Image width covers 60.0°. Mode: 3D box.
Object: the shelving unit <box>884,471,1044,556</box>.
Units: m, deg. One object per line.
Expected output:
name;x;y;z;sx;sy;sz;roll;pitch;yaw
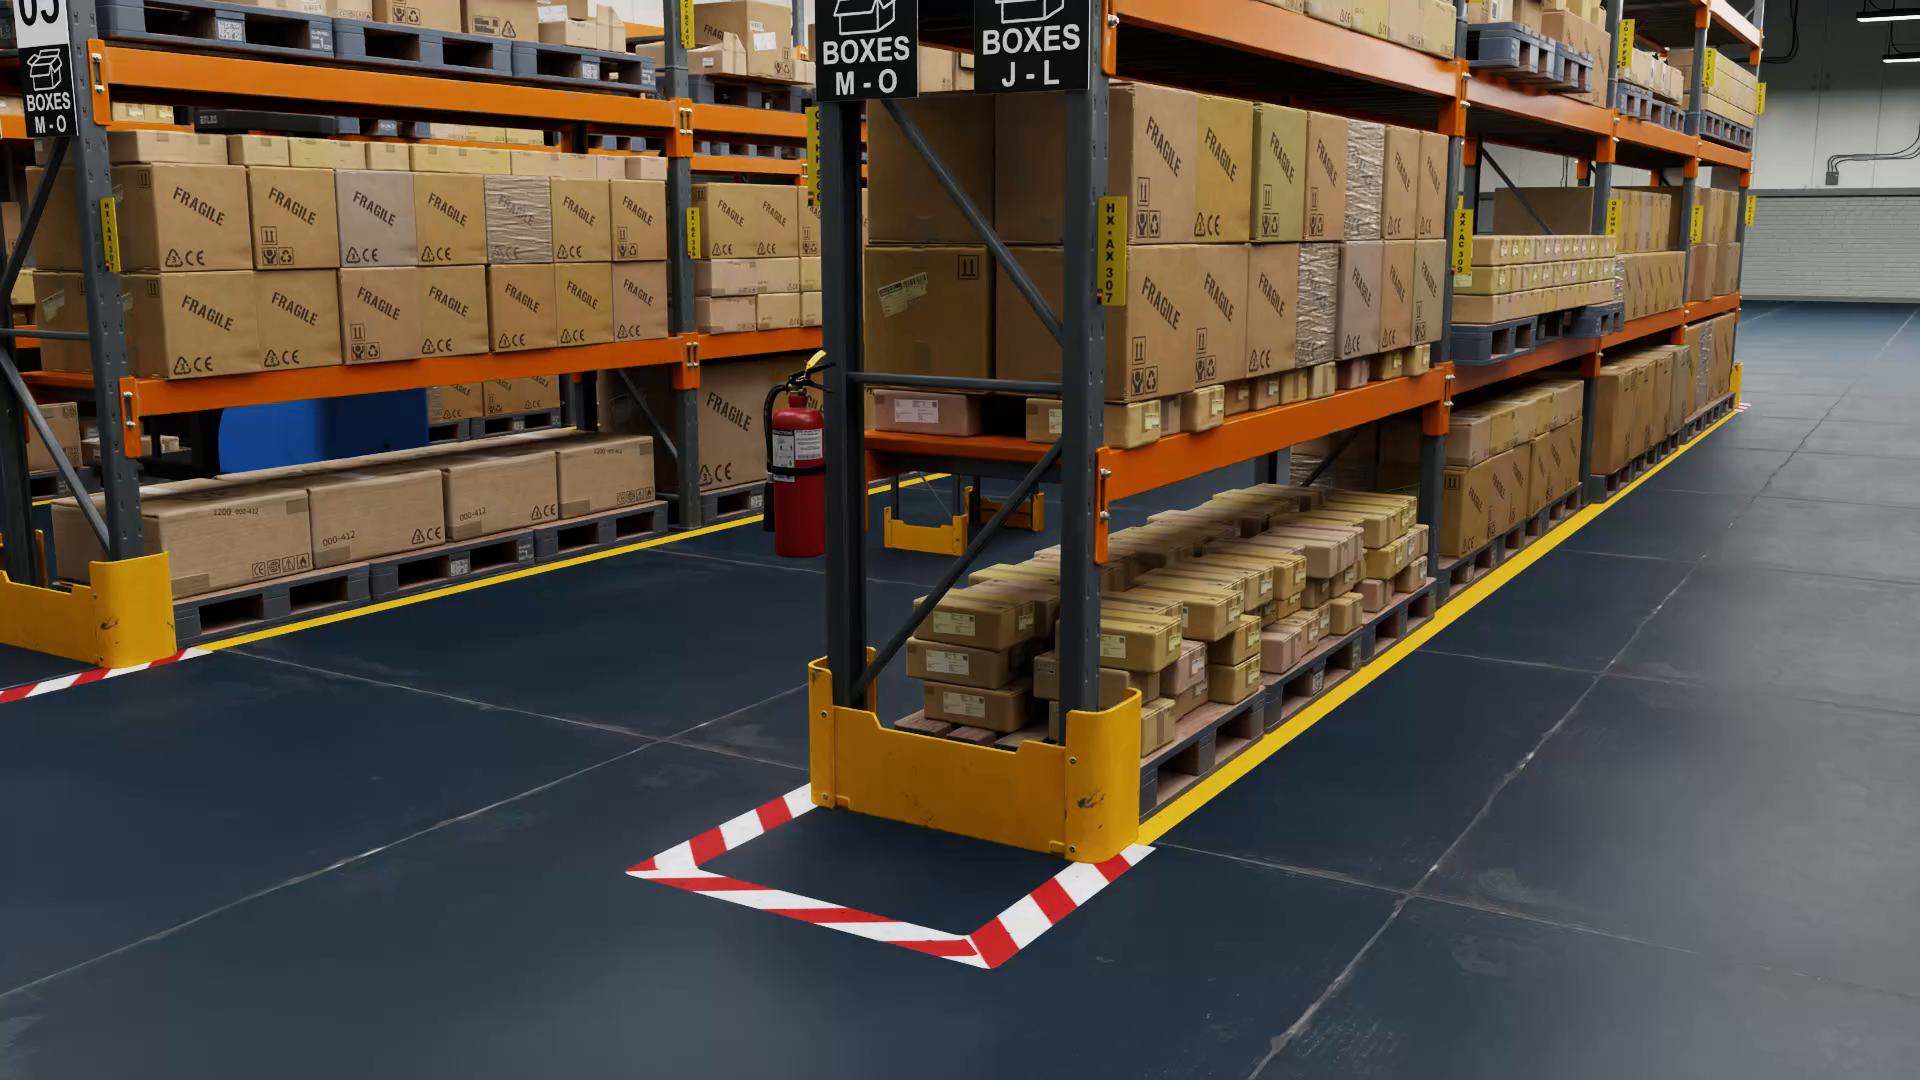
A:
shelving unit;0.040;-0.749;10.795;0.587;1.500;1.083;6;12;31

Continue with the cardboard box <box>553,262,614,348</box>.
cardboard box;-2.497;-1.459;10.241;0.500;0.500;0.500;6;12;29

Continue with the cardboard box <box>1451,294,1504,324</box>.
cardboard box;2.668;-1.233;8.845;0.380;0.149;0.250;6;12;28

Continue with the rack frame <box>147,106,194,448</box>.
rack frame;-6.457;-2.063;13.735;1.000;3.000;0.127;6;12;31

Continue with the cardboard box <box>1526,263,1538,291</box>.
cardboard box;3.069;-1.502;9.472;0.380;0.149;0.250;6;12;28

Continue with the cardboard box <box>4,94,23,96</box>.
cardboard box;-7.030;-3.348;12.046;0.500;0.250;0.500;7;13;32

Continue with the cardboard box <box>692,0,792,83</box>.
cardboard box;-1.507;-3.430;11.474;0.500;0.500;0.500;6;12;30

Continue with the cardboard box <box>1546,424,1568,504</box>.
cardboard box;3.756;-0.529;11.196;0.500;0.500;0.500;7;13;33

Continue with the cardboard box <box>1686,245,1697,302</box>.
cardboard box;6.672;-2.612;16.261;0.875;0.550;0.550;6;12;31

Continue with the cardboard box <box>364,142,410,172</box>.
cardboard box;-3.182;-2.052;8.924;0.380;0.149;0.250;7;12;31

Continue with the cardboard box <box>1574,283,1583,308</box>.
cardboard box;3.750;-1.562;10.602;0.380;0.149;0.250;6;12;28

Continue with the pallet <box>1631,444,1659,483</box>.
pallet;5.255;-0.698;14.026;1.003;0.211;1.213;6;12;31

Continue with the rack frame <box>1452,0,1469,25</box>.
rack frame;2.071;-4.081;8.212;1.000;3.000;0.127;6;12;31

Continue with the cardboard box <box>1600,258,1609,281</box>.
cardboard box;4.143;-1.827;11.209;0.380;0.149;0.250;7;13;33

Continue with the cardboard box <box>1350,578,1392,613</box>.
cardboard box;1.870;0.238;8.054;0.380;0.149;0.250;6;12;29

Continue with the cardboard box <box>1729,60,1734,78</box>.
cardboard box;7.363;-4.614;16.313;0.380;0.149;0.250;6;12;31

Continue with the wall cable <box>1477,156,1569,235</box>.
wall cable;16.877;-10.404;50.427;3.097;2.526;0.112;6;12;31

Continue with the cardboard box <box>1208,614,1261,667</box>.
cardboard box;0.953;0.373;6.522;0.380;0.149;0.250;7;13;32

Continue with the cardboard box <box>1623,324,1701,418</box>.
cardboard box;6.610;-1.645;16.135;0.875;0.875;0.875;7;12;32

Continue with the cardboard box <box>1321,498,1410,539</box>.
cardboard box;2.010;-0.105;8.267;0.380;0.149;0.250;7;12;31

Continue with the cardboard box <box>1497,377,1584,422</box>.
cardboard box;4.016;-0.975;11.539;0.500;0.250;0.500;6;12;29

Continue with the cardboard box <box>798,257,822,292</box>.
cardboard box;-1.212;-1.965;12.262;0.500;0.250;0.500;7;12;31

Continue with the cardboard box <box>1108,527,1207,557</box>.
cardboard box;0.882;0.048;7.450;0.380;0.149;0.250;6;12;31

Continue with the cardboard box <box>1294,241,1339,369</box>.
cardboard box;1.244;-0.986;6.903;0.500;0.500;0.500;6;12;29

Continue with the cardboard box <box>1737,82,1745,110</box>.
cardboard box;7.764;-4.561;17.113;0.500;0.250;0.500;6;12;30

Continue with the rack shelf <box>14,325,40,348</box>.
rack shelf;-7.495;-1.395;12.122;1.077;0.370;4.000;6;12;31

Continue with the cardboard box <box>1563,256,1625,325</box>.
cardboard box;4.611;-1.855;12.355;0.500;0.500;0.500;7;12;31

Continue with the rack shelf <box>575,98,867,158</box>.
rack shelf;-1.174;-3.024;12.676;1.077;0.370;4.000;6;12;31

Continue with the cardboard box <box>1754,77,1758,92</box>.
cardboard box;8.416;-4.932;18.015;0.380;0.149;0.250;7;12;31

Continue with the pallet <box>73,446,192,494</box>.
pallet;-6.814;-0.584;13.416;1.003;0.211;1.213;6;12;31

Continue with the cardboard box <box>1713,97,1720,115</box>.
cardboard box;6.967;-4.102;15.744;0.380;0.149;0.250;6;12;31

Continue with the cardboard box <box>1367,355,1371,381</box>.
cardboard box;1.700;-0.820;7.781;0.380;0.149;0.250;6;12;29

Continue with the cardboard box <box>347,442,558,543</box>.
cardboard box;-3.094;-0.307;10.178;0.875;0.438;0.875;6;12;29

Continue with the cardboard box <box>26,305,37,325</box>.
cardboard box;-6.905;-1.697;12.466;0.380;0.149;0.250;6;12;30

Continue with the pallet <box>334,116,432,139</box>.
pallet;-5.522;-3.704;14.862;1.213;0.211;1.003;6;12;31

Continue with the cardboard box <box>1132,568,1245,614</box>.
cardboard box;0.895;0.220;6.530;0.380;0.149;0.250;6;12;28

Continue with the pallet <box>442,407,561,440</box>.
pallet;-4.800;-1.207;16.744;1.003;0.211;1.213;6;12;31

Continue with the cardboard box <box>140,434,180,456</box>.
cardboard box;-6.495;-0.752;13.341;0.380;0.149;0.250;6;12;29

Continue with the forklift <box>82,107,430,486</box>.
forklift;-5.366;-1.739;12.190;3.031;2.935;1.130;6;12;29

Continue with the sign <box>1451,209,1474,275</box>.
sign;2.538;-1.507;8.414;0.100;0.325;0.005;6;12;31

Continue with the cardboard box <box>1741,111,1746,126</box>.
cardboard box;8.022;-4.421;17.453;0.380;0.149;0.250;7;12;31

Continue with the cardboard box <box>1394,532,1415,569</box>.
cardboard box;2.049;0.040;8.300;0.380;0.149;0.250;6;12;28

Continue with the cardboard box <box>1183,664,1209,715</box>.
cardboard box;0.729;0.551;6.378;0.380;0.149;0.250;7;12;31

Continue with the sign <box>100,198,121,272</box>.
sign;-3.818;-1.371;7.470;0.100;0.325;0.005;6;12;31

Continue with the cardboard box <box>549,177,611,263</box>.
cardboard box;-2.492;-1.950;10.145;0.500;0.500;0.500;6;12;30

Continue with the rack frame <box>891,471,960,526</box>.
rack frame;-0.220;-0.671;10.375;0.500;1.500;0.032;6;12;31

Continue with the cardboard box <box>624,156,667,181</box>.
cardboard box;-2.100;-2.370;10.624;0.380;0.149;0.250;6;12;30

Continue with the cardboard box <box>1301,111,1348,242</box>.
cardboard box;1.261;-1.475;6.800;0.500;0.500;0.500;6;12;29

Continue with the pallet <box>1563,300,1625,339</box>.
pallet;3.868;-1.545;11.489;1.213;0.211;1.003;6;12;31

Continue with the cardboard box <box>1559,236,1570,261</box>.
cardboard box;3.476;-1.772;10.105;0.380;0.149;0.250;7;13;32

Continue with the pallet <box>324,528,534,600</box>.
pallet;-3.307;0.086;9.834;1.003;0.211;1.213;6;12;31

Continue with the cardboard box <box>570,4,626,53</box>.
cardboard box;-2.271;-3.122;10.194;0.396;0.266;0.258;7;13;32

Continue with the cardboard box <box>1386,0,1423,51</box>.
cardboard box;1.777;-2.352;7.539;0.500;0.250;0.500;6;12;31

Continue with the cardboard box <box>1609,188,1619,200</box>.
cardboard box;4.650;-2.451;12.821;0.700;0.500;0.500;6;12;30

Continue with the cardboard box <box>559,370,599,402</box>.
cardboard box;-4.044;-1.828;17.793;0.875;0.625;0.625;7;13;32

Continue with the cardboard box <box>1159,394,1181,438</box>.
cardboard box;0.539;-0.443;5.767;0.380;0.149;0.250;7;13;33

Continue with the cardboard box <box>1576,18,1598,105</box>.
cardboard box;3.820;-3.091;10.803;0.500;0.500;0.500;6;12;31

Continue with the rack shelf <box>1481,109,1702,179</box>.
rack shelf;5.186;-3.197;13.595;1.077;0.370;4.000;6;12;31
